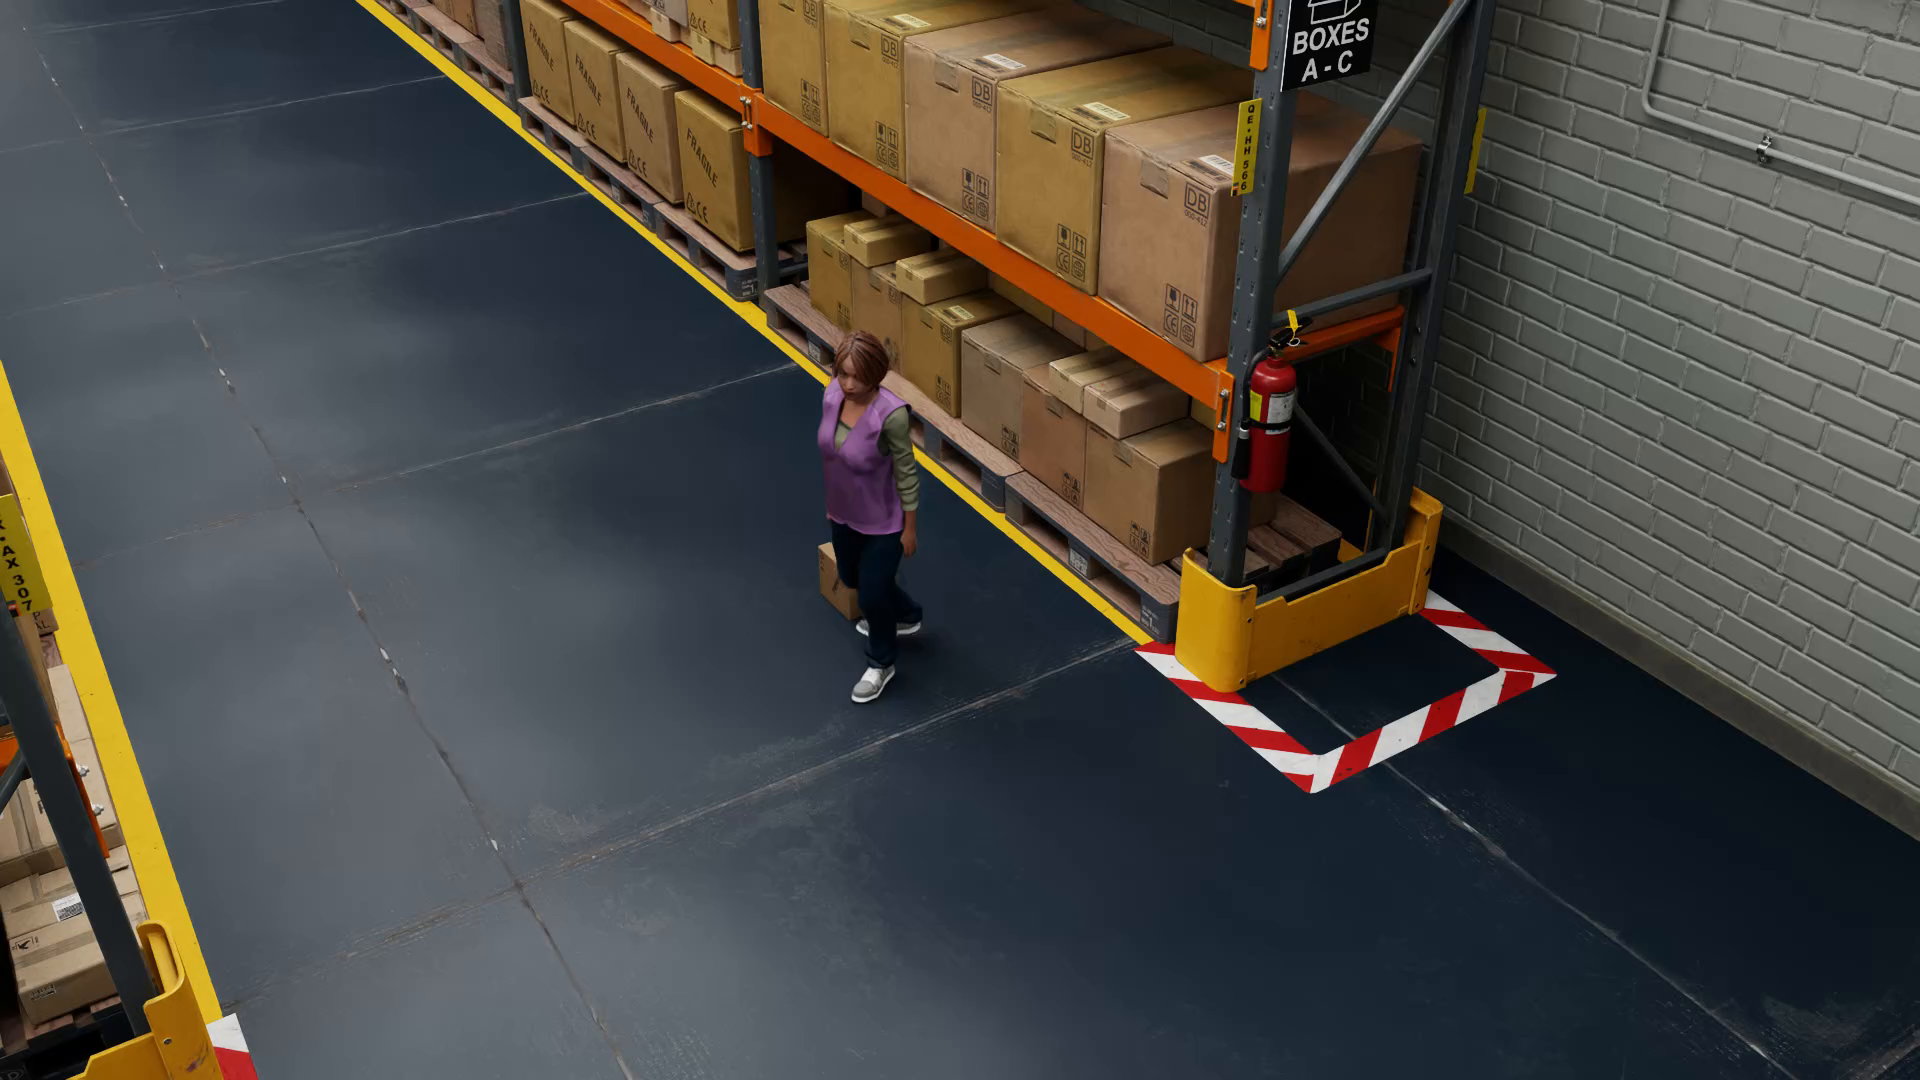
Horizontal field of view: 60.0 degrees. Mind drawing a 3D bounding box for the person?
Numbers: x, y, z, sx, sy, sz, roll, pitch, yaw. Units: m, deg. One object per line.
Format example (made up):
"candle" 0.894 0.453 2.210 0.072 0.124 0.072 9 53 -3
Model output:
"person" -0.303 -0.127 6.345 0.470 1.586 0.508 26 41 34
